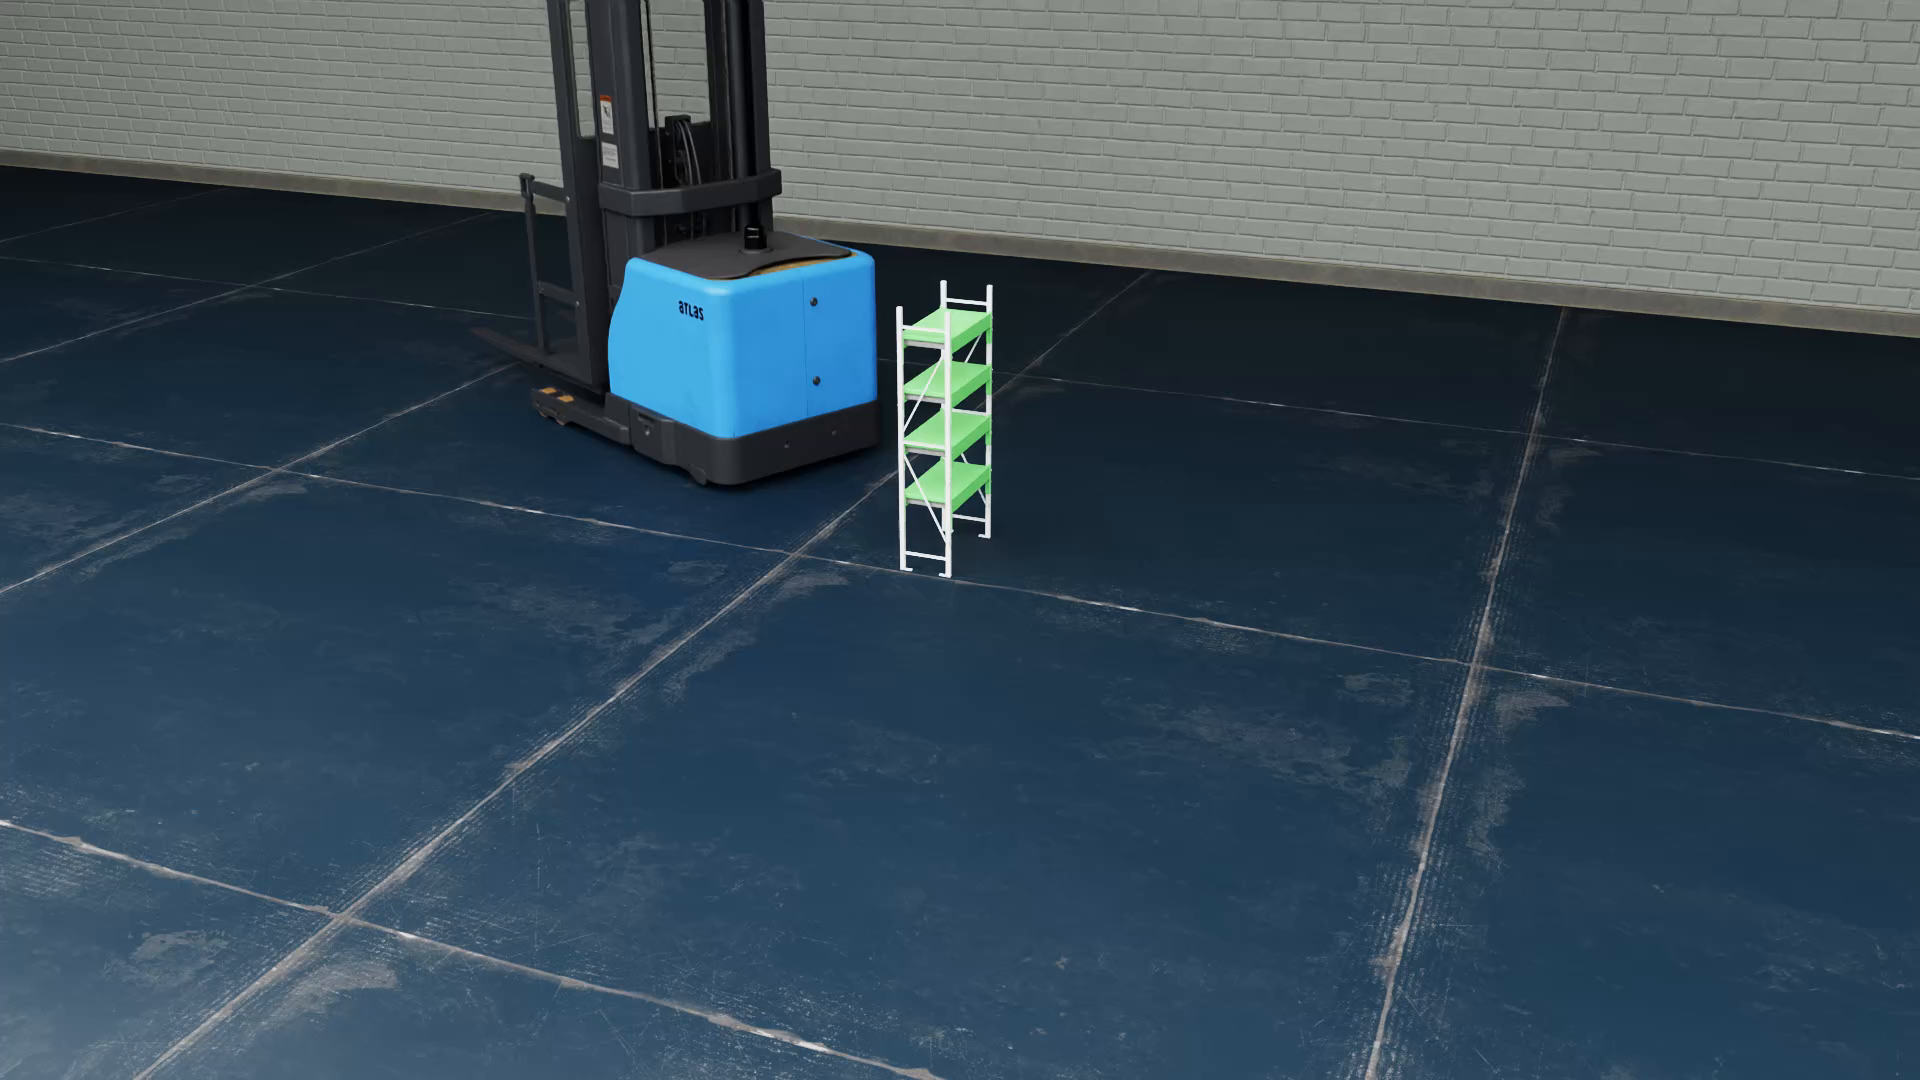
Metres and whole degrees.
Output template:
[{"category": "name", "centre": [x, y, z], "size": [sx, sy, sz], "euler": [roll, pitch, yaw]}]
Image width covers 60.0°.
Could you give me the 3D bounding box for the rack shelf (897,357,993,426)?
[{"category": "rack shelf", "centre": [-0.061, -0.657, 7.309], "size": [0.258, 0.148, 0.480], "euler": [9, 24, 20]}]

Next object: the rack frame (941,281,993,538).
[{"category": "rack frame", "centre": [0.029, -0.582, 7.586], "size": [0.240, 1.200, 0.015], "euler": [9, 24, 20]}]

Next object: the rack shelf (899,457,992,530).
[{"category": "rack shelf", "centre": [-0.061, -0.214, 7.494], "size": [0.258, 0.148, 0.480], "euler": [9, 24, 20]}]

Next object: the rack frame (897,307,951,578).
[{"category": "rack frame", "centre": [-0.152, -0.407, 7.168], "size": [0.240, 1.200, 0.015], "euler": [9, 24, 20]}]

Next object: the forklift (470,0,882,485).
[{"category": "forklift", "centre": [-1.777, -2.109, 8.996], "size": [1.130, 2.935, 3.031], "euler": [-19, 29, -38]}]

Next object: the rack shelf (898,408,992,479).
[{"category": "rack shelf", "centre": [-0.061, -0.435, 7.402], "size": [0.258, 0.148, 0.480], "euler": [9, 24, 20]}]

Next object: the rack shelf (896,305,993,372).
[{"category": "rack shelf", "centre": [-0.062, -0.878, 7.217], "size": [0.258, 0.148, 0.480], "euler": [9, 24, 20]}]

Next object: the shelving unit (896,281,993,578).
[{"category": "shelving unit", "centre": [-0.061, -0.494, 7.377], "size": [0.258, 1.200, 0.503], "euler": [9, 24, 20]}]
